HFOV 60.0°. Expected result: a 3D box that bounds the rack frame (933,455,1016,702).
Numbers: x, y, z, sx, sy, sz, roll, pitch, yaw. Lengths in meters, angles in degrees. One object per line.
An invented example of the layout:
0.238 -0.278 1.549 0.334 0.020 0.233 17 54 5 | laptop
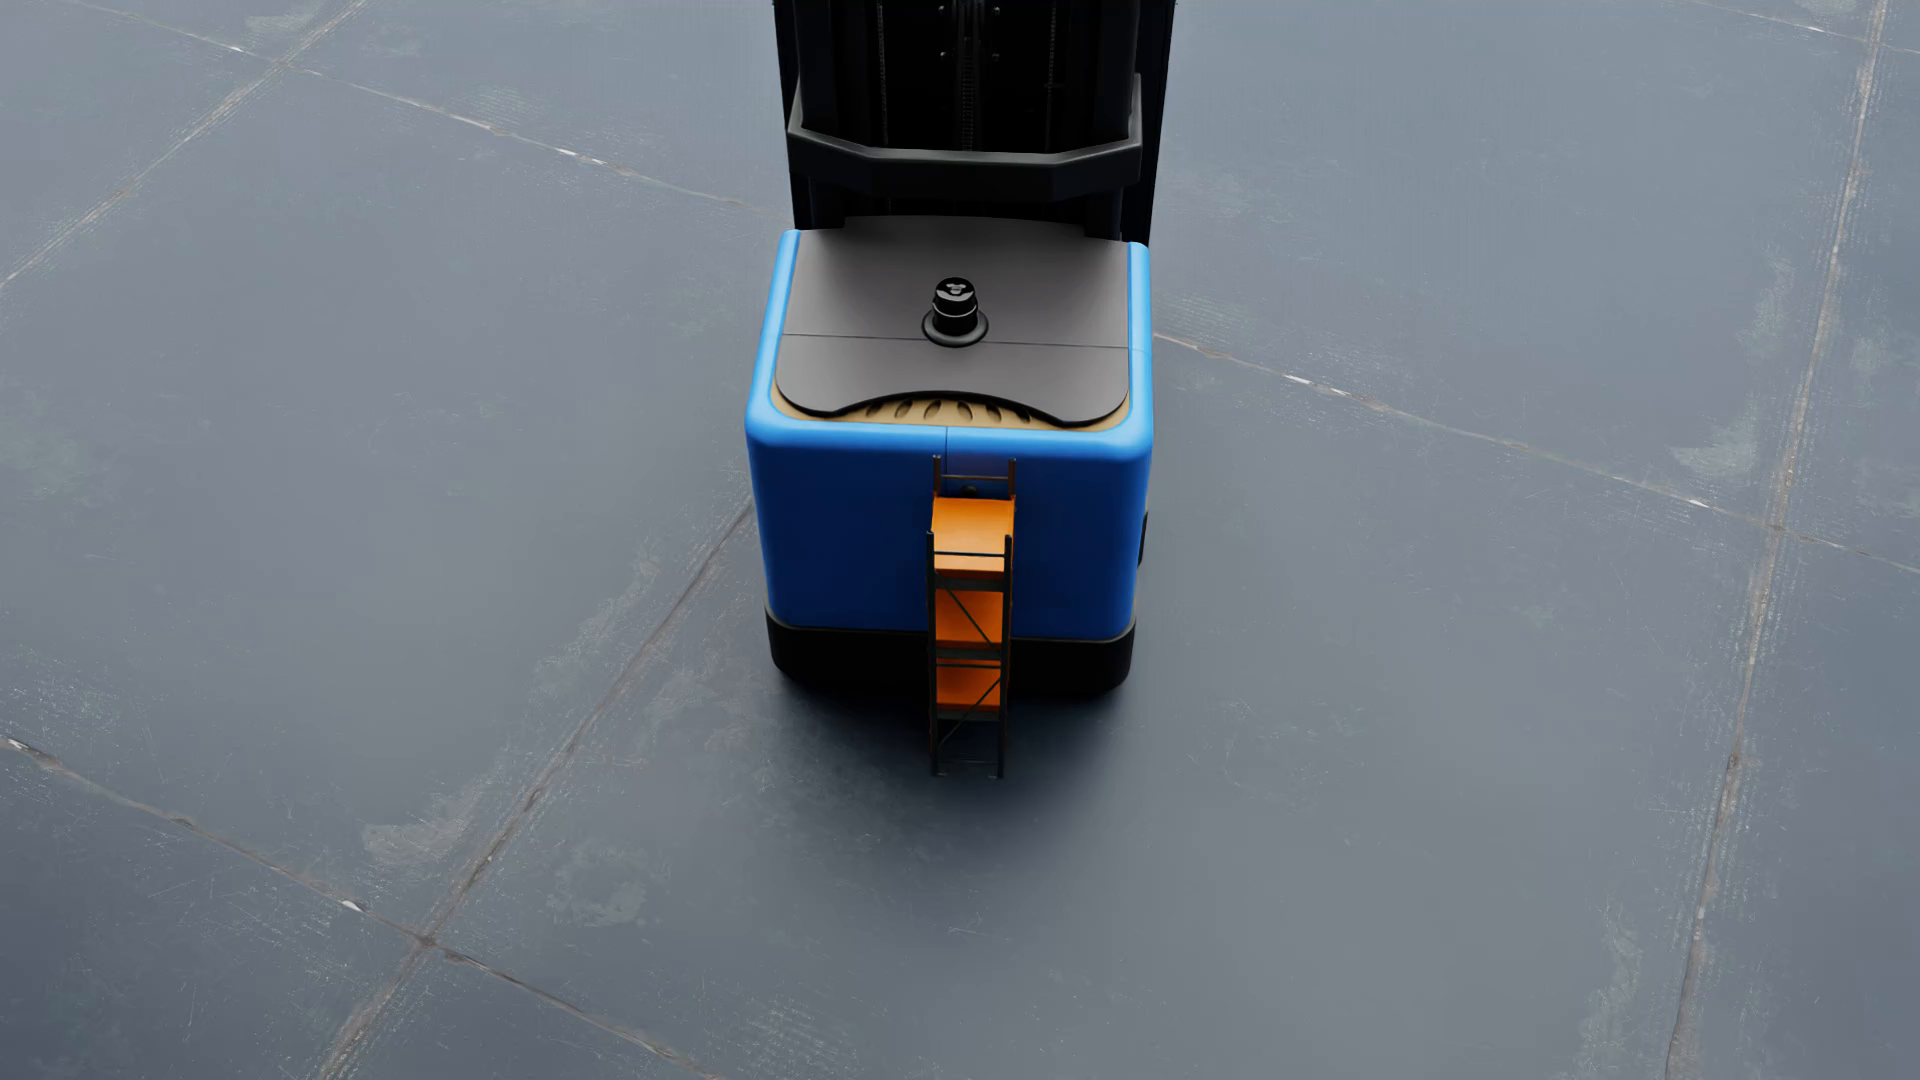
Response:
0.035 0.141 4.441 0.200 1.050 0.008 2 50 2 | rack frame

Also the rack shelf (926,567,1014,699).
0.028 0.240 4.370 0.215 0.259 0.240 2 50 2 | rack shelf

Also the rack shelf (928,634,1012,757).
0.028 0.421 4.582 0.215 0.259 0.240 2 50 2 | rack shelf

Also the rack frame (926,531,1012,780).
0.022 0.326 4.283 0.200 1.050 0.008 2 50 2 | rack frame

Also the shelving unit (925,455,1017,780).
0.028 0.234 4.362 0.215 1.050 0.252 2 50 2 | shelving unit

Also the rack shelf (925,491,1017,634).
0.028 0.057 4.154 0.215 0.259 0.240 2 50 2 | rack shelf

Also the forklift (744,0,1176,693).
0.051 -1.632 4.714 1.130 2.935 3.031 2 50 2 | forklift
